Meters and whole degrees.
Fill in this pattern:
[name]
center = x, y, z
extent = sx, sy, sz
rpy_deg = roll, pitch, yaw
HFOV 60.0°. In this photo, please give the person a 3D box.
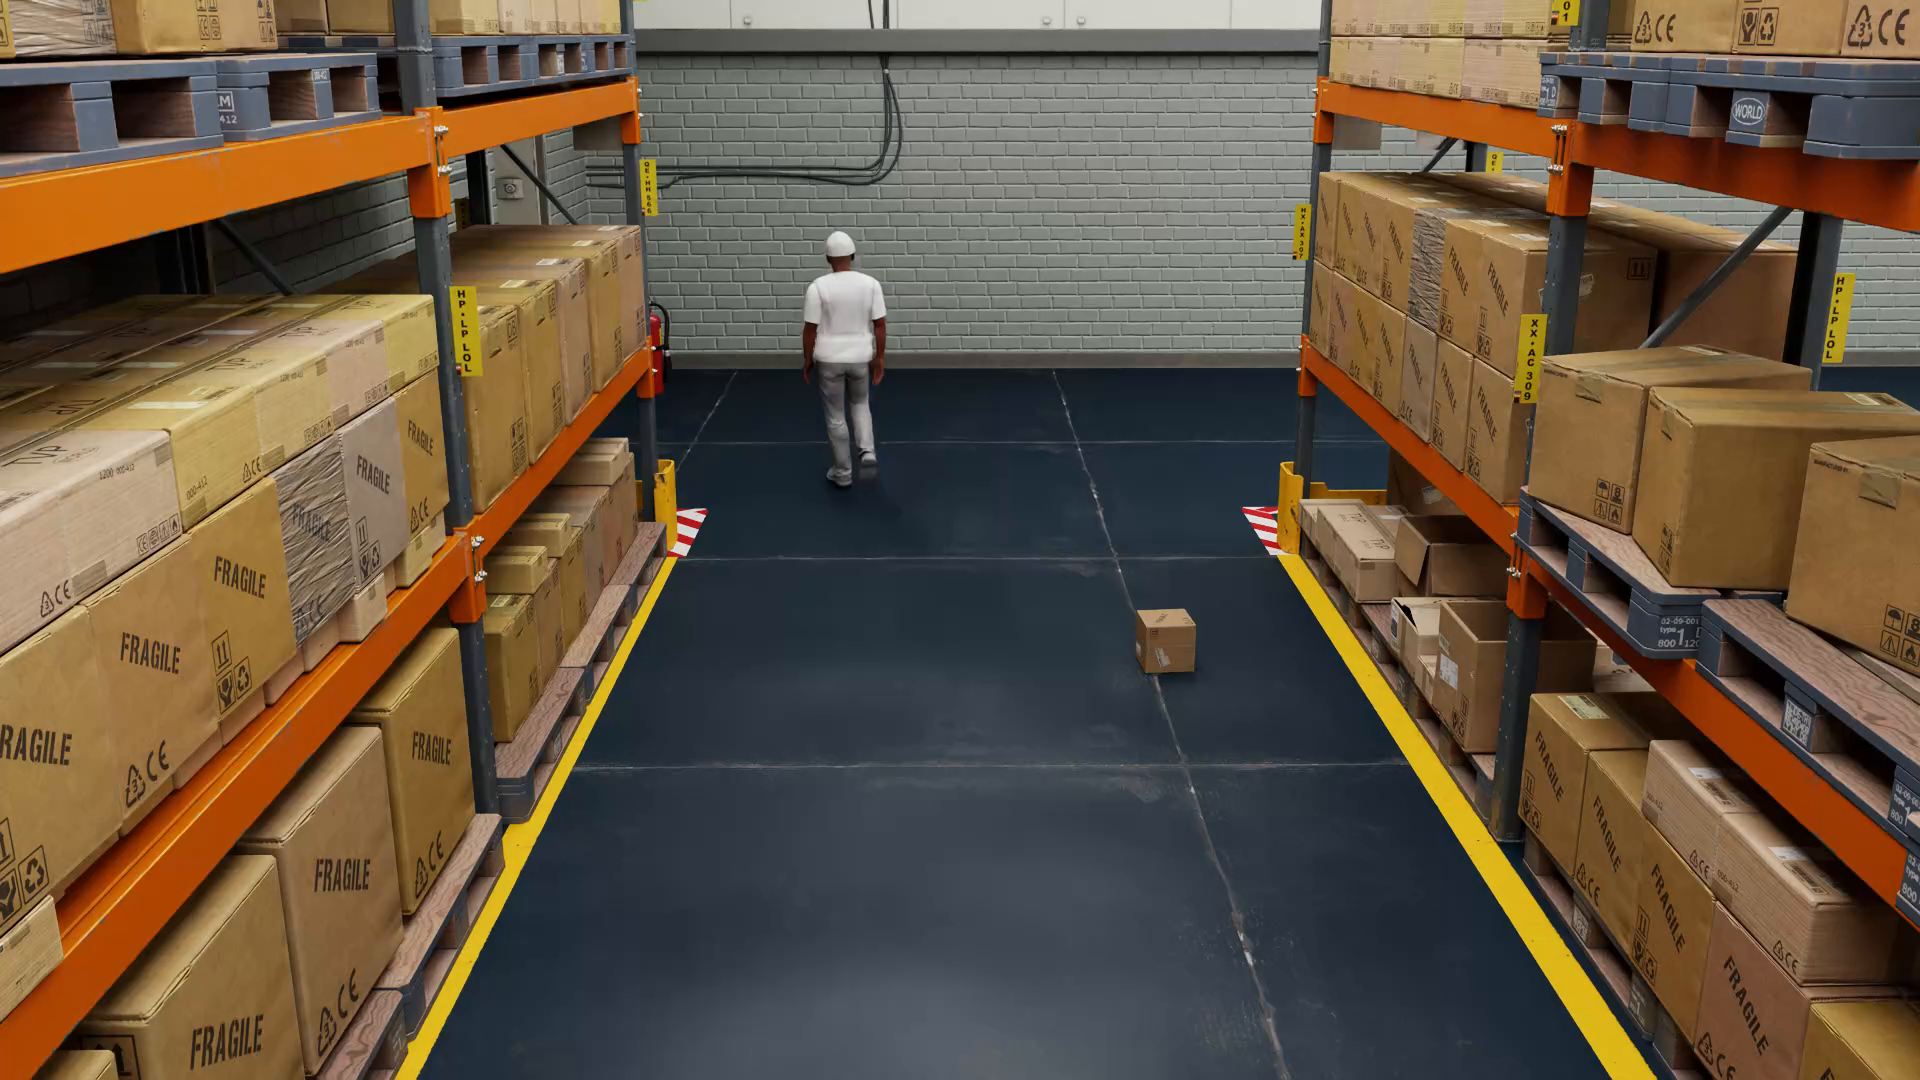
[person]
center = -0.815, -1.251, 11.526
extent = 0.570, 1.773, 0.462
rpy_deg = -6, 18, -20
